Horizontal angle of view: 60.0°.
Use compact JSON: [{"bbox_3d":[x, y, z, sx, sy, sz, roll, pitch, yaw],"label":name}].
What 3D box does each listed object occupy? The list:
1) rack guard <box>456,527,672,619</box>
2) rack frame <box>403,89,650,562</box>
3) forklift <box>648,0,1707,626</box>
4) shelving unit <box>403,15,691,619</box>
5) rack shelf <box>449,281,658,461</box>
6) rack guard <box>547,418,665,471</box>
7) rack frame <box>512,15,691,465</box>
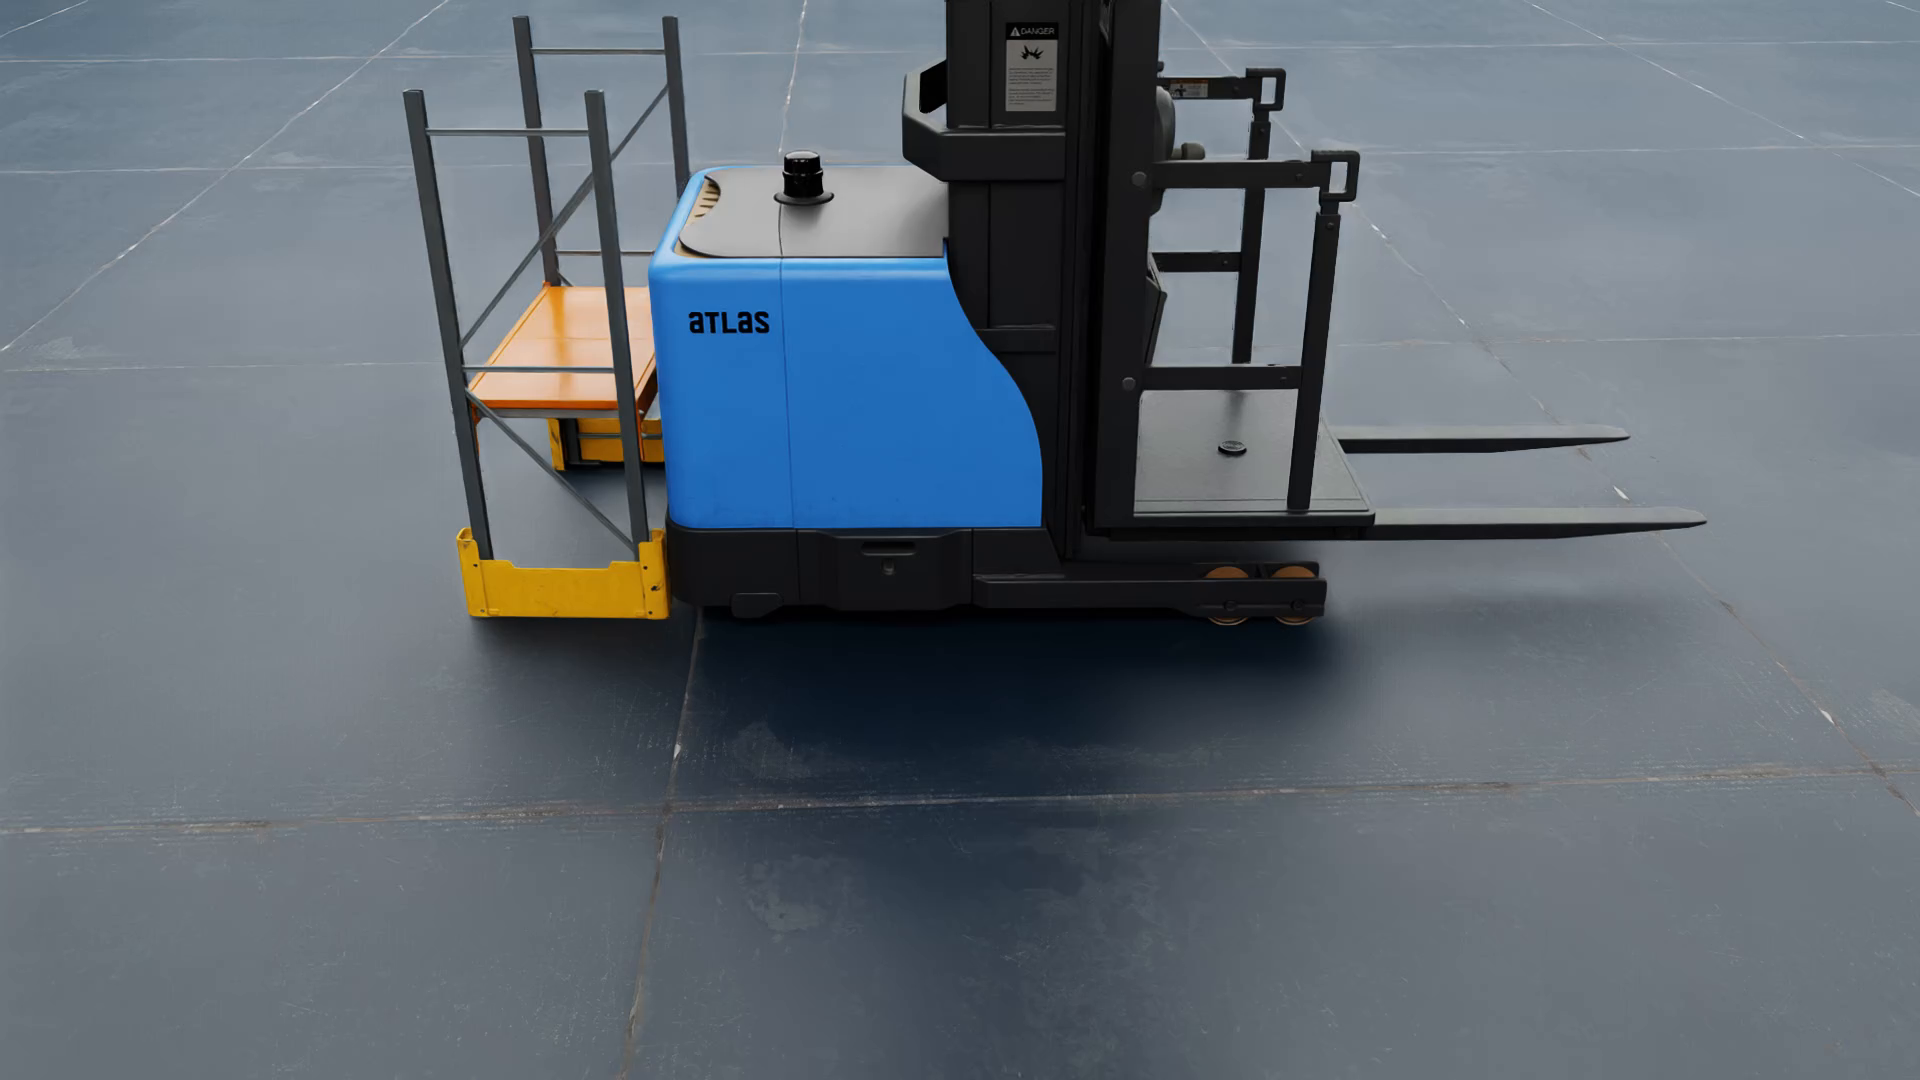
[{"bbox_3d":[-1.137,0.095,4.795,0.587,0.250,0.087,1,28,2],"label":"rack guard"},{"bbox_3d":[-1.139,-0.459,4.505,0.500,1.500,0.032,1,28,2],"label":"rack frame"},{"bbox_3d":[0.673,-1.299,4.572,3.031,2.935,1.130,0,28,-1],"label":"forklift"},{"bbox_3d":[-1.124,-0.690,4.948,0.587,1.500,1.083,1,28,2],"label":"shelving unit"},{"bbox_3d":[-1.122,-0.534,5.039,0.538,0.185,1.000,1,28,2],"label":"rack shelf"},{"bbox_3d":[-1.105,-0.366,5.678,0.587,0.250,0.087,1,28,2],"label":"rack guard"},{"bbox_3d":[-1.107,-0.929,5.406,0.500,1.500,0.032,1,28,2],"label":"rack frame"}]
